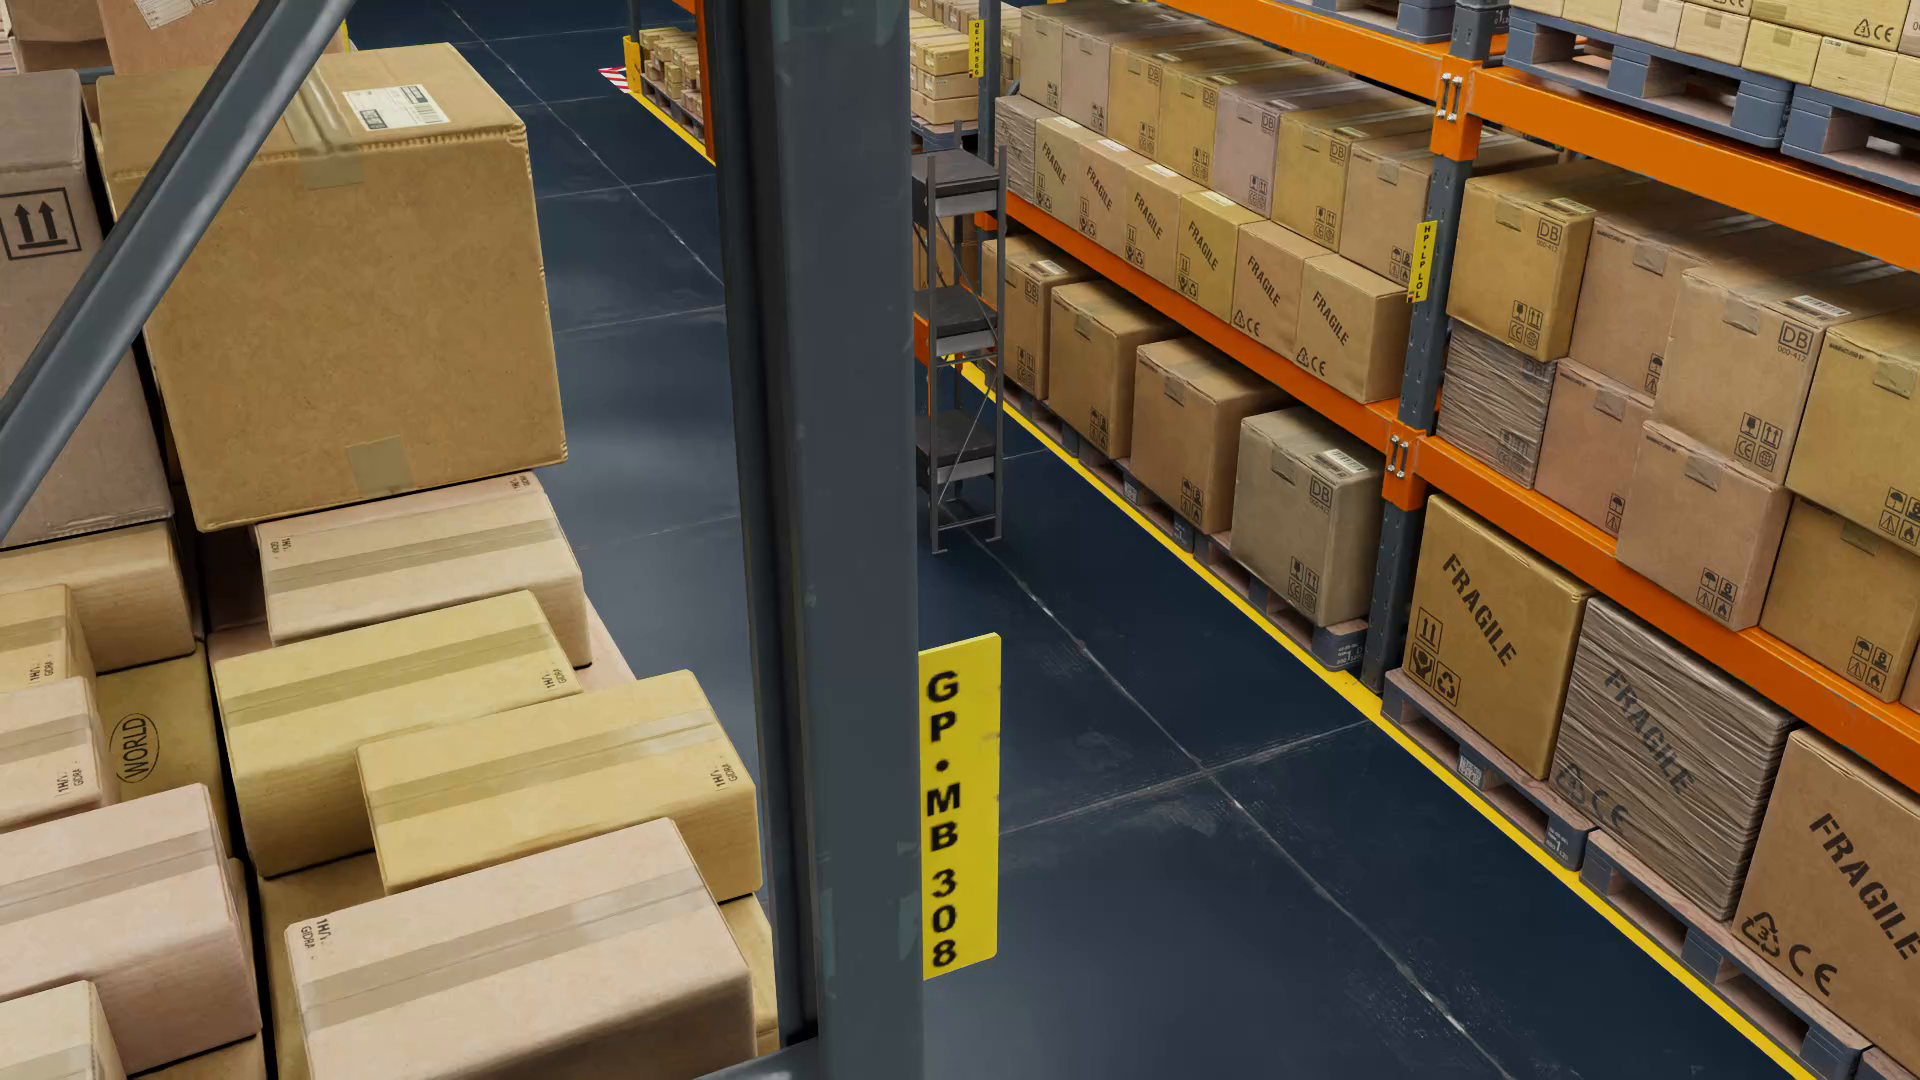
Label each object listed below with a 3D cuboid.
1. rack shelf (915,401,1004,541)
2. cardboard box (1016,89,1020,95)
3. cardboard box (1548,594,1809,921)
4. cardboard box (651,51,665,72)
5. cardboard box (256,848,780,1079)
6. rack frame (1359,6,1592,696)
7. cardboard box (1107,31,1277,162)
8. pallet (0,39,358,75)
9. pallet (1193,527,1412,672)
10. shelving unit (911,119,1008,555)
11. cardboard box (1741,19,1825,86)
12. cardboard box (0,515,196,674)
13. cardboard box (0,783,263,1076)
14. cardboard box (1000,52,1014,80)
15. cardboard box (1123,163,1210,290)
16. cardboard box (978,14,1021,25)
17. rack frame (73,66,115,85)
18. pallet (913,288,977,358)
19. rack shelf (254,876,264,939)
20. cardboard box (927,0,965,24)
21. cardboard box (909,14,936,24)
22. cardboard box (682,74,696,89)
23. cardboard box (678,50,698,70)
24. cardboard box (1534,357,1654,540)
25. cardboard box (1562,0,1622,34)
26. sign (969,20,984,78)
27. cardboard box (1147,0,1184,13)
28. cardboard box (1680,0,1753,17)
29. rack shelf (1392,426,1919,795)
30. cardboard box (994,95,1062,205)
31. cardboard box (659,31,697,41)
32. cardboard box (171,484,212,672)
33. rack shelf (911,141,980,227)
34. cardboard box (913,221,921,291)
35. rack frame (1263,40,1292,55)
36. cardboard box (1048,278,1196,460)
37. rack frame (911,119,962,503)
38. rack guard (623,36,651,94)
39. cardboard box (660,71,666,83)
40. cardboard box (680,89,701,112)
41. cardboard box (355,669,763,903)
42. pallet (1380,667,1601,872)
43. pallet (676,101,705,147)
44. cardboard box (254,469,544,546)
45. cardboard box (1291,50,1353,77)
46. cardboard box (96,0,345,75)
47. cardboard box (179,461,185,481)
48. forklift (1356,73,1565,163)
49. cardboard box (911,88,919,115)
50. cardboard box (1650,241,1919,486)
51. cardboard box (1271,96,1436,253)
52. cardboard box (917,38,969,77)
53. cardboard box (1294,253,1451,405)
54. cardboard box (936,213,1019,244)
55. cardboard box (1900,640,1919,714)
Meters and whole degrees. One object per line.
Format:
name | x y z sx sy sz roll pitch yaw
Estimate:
rack shelf | -0.071 -0.367 8.716 0.431 0.518 0.480 -13 32 -22
cardboard box | 0.574 -2.818 10.536 0.380 0.149 0.250 -14 32 -23
cardboard box | 2.898 0.696 6.184 0.875 0.875 0.875 -13 32 -22
cardboard box | -2.791 -4.689 16.227 0.380 0.149 0.250 -13 32 -22
cardboard box | -0.478 0.517 1.848 0.500 0.250 0.500 -12 31 -21
rack frame | 2.301 -0.737 6.998 1.000 3.000 0.127 -13 32 -22
cardboard box | 1.208 -2.334 8.721 0.700 0.500 0.500 -14 32 -23
pallet | -2.391 -1.262 5.059 1.213 0.211 1.003 -13 32 -22
pallet | 1.902 0.154 8.259 1.003 0.211 1.213 -13 32 -22
shelving unit | -0.071 -0.989 8.367 0.431 2.100 0.503 -13 32 -22
cardboard box | 2.589 -1.481 4.983 0.380 0.149 0.250 -14 32 -23
cardboard box | -1.251 0.074 2.230 0.380 0.149 0.250 -13 32 -21
cardboard box | -0.912 0.413 1.625 0.380 0.149 0.250 -14 32 -24
cardboard box | 0.439 -3.083 10.704 0.380 0.149 0.250 -12 31 -20
cardboard box | 1.181 -1.625 8.479 0.500 0.500 0.500 -13 32 -22
cardboard box | 0.341 -3.309 10.804 0.380 0.149 0.250 -13 32 -22
rack frame | -2.222 -2.357 3.753 1.000 3.000 0.127 -13 32 -22
pallet | 0.250 -1.633 11.447 1.003 0.211 1.213 -13 32 -22
rack shelf | -1.363 0.149 3.087 1.077 0.370 4.000 -13 32 -22
cardboard box | -0.005 -3.662 11.433 0.380 0.149 0.250 -12 31 -20
cardboard box | -0.377 -3.302 10.790 0.380 0.149 0.250 -12 31 -21
cardboard box | -2.394 -4.366 15.651 0.380 0.149 0.250 -15 32 -24
cardboard box | -2.421 -4.483 15.555 0.380 0.149 0.250 -12 31 -20
cardboard box | 2.727 -0.404 6.250 0.875 0.550 0.550 -13 32 -22
cardboard box | 2.263 -1.817 5.581 0.380 0.149 0.250 -13 32 -22
sign | 0.098 -2.856 9.674 0.100 0.325 0.005 -13 32 -22
cardboard box | 2.351 -5.515 17.708 0.875 0.438 0.875 -12 32 -21
cardboard box | 2.476 -1.839 5.214 0.500 0.250 0.500 -13 32 -22
rack shelf | 3.160 0.460 5.598 1.077 0.370 4.000 -13 32 -22
cardboard box | 0.533 -2.293 9.670 0.500 0.500 0.500 -13 32 -21
cardboard box | -2.706 -4.838 16.188 0.380 0.149 0.250 -12 32 -21
cardboard box | -1.371 0.176 2.456 0.500 0.250 0.500 -12 32 -21
rack shelf | -0.275 -3.074 11.900 1.077 0.370 4.000 -13 32 -22
cardboard box | -0.154 -2.063 11.488 0.500 0.500 0.500 -12 31 -20
rack frame | 3.294 -5.355 15.233 1.000 3.000 0.127 -13 32 -22
cardboard box | 1.142 -1.033 9.395 1.050 0.750 0.750 -13 32 -21
rack frame | -0.176 -1.097 8.559 0.400 2.100 0.015 -13 32 -22
rack guard | -2.818 -4.914 17.002 1.175 0.500 0.348 -13 32 -22
cardboard box | -2.728 -4.581 16.337 0.380 0.149 0.250 -13 32 -22
cardboard box | -2.381 -4.115 15.508 0.380 0.149 0.250 -15 32 -24
cardboard box | -0.438 0.305 1.819 0.380 0.149 0.250 -12 32 -21
pallet | 2.557 0.831 7.051 1.003 0.211 1.213 -13 32 -22
pallet | -1.981 -3.884 15.460 1.003 0.211 1.213 -13 32 -22
cardboard box | -0.811 -0.024 2.406 0.380 0.149 0.250 -13 32 -22
cardboard box | 3.632 -4.354 15.191 0.875 0.875 0.875 -12 31 -20
cardboard box | -1.799 -1.295 4.008 0.500 0.500 0.500 -14 32 -23
cardboard box | -1.142 -0.158 3.052 0.500 0.250 0.500 -12 31 -21
forklift | 3.409 -2.875 10.880 3.031 2.935 1.130 -9 31 -16
cardboard box | -0.148 -2.809 10.520 0.380 0.149 0.250 -13 32 -22
cardboard box | 2.877 -0.617 5.527 0.875 0.550 0.550 -13 32 -22
cardboard box | 1.860 -1.662 7.522 0.700 0.500 0.500 -14 32 -23
cardboard box | -0.041 -2.957 10.176 0.380 0.149 0.250 -14 32 -24
cardboard box | 1.835 -0.955 7.284 0.500 0.500 0.500 -13 32 -22
cardboard box | 0.053 -2.171 10.915 0.500 0.250 0.500 -14 32 -23
cardboard box | 3.435 0.298 4.999 0.875 0.550 0.550 -13 32 -22
